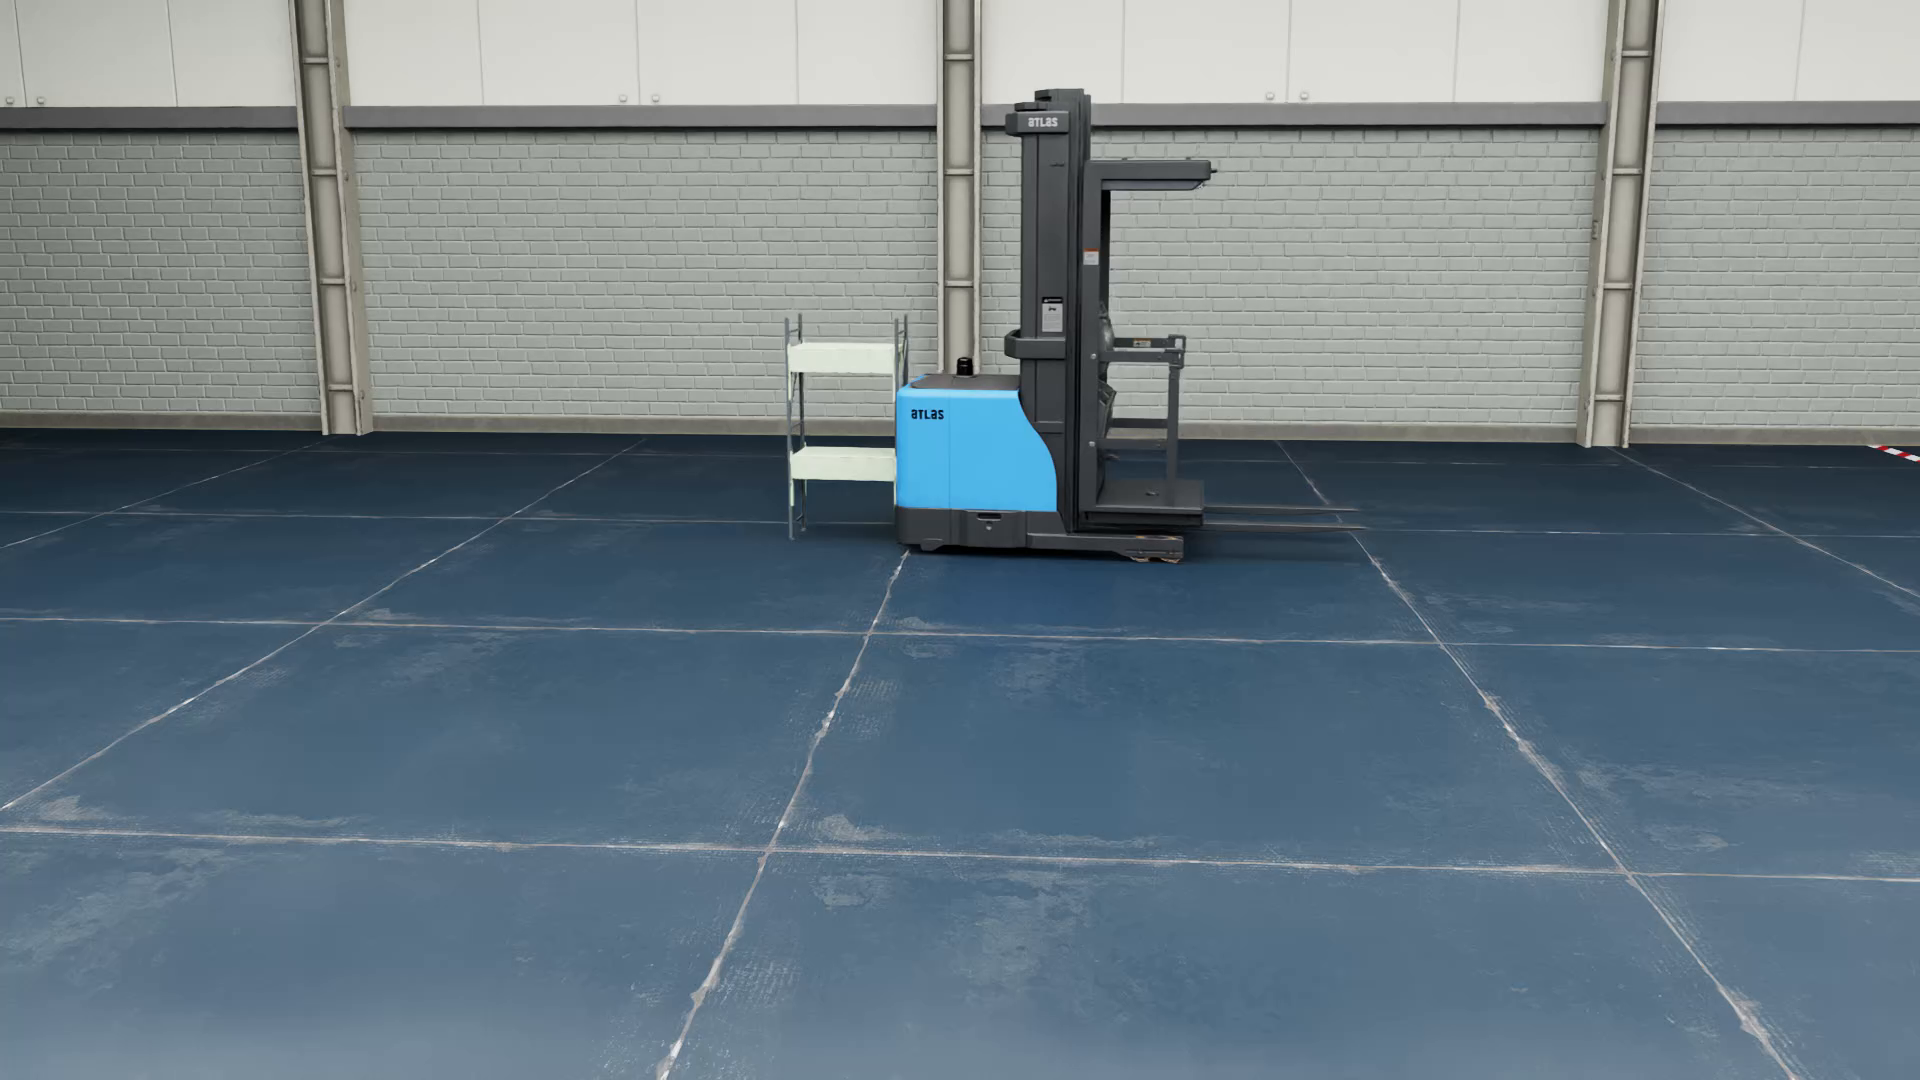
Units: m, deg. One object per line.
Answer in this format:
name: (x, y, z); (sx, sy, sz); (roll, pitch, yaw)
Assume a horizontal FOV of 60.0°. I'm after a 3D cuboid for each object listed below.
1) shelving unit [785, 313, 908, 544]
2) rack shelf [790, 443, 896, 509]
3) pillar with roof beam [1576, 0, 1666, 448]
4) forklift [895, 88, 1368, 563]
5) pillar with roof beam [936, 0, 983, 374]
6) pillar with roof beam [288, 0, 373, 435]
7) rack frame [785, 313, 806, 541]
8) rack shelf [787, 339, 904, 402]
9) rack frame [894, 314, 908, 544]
shelving unit: (-0.754, -0.761, 11.242); (0.755, 1.500, 0.431); (2, 12, 8)
rack shelf: (-0.754, -0.442, 11.309); (0.720, 0.370, 0.431); (2, 12, 8)
pillar with roof beam: (5.696, -4.412, 10.381); (0.400, 9.000, 9.100); (1, 12, 4)
forklift: (1.137, -1.404, 10.819); (3.031, 2.935, 1.130); (2, 12, 8)
pillar with roof beam: (-0.291, -4.494, 10.773); (0.400, 9.000, 9.100); (1, 12, 4)
pillar with roof beam: (-6.277, -4.576, 11.166); (0.400, 9.000, 9.100); (1, 12, 4)
rack frame: (-1.116, -0.772, 11.293); (0.023, 1.500, 0.400); (2, 12, 8)
rack shelf: (-0.754, -1.143, 11.162); (0.720, 0.370, 0.431); (2, 12, 8)
rack frame: (-0.392, -0.750, 11.191); (0.023, 1.500, 0.400); (2, 12, 8)
